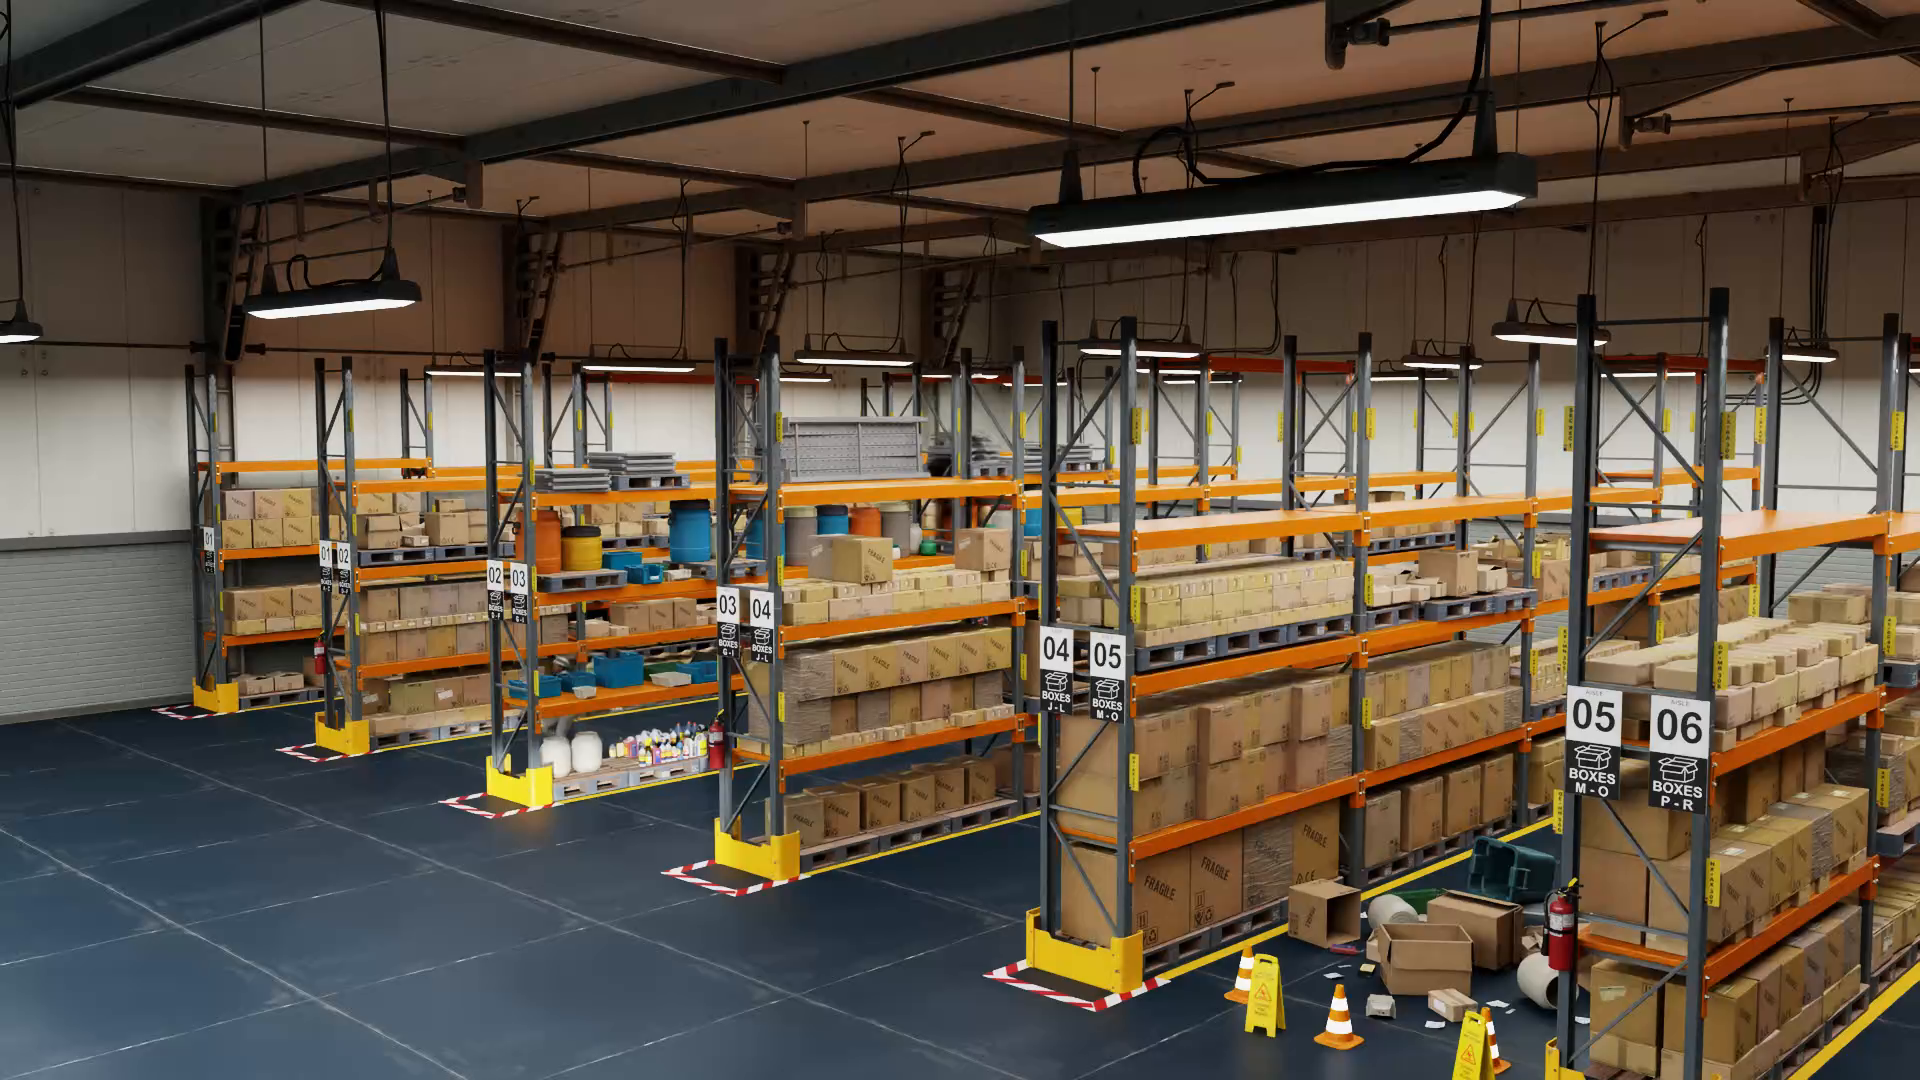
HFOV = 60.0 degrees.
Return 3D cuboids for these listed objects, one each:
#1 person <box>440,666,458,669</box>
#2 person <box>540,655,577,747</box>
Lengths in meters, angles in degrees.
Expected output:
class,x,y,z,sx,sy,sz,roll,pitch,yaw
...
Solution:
class,x,y,z,sx,sy,sz,roll,pitch,yaw
person,-9.203,2.109,29.493,0.715,1.579,0.819,1,5,14
person,-5.843,2.489,24.288,0.592,1.657,0.649,-3,5,-36
